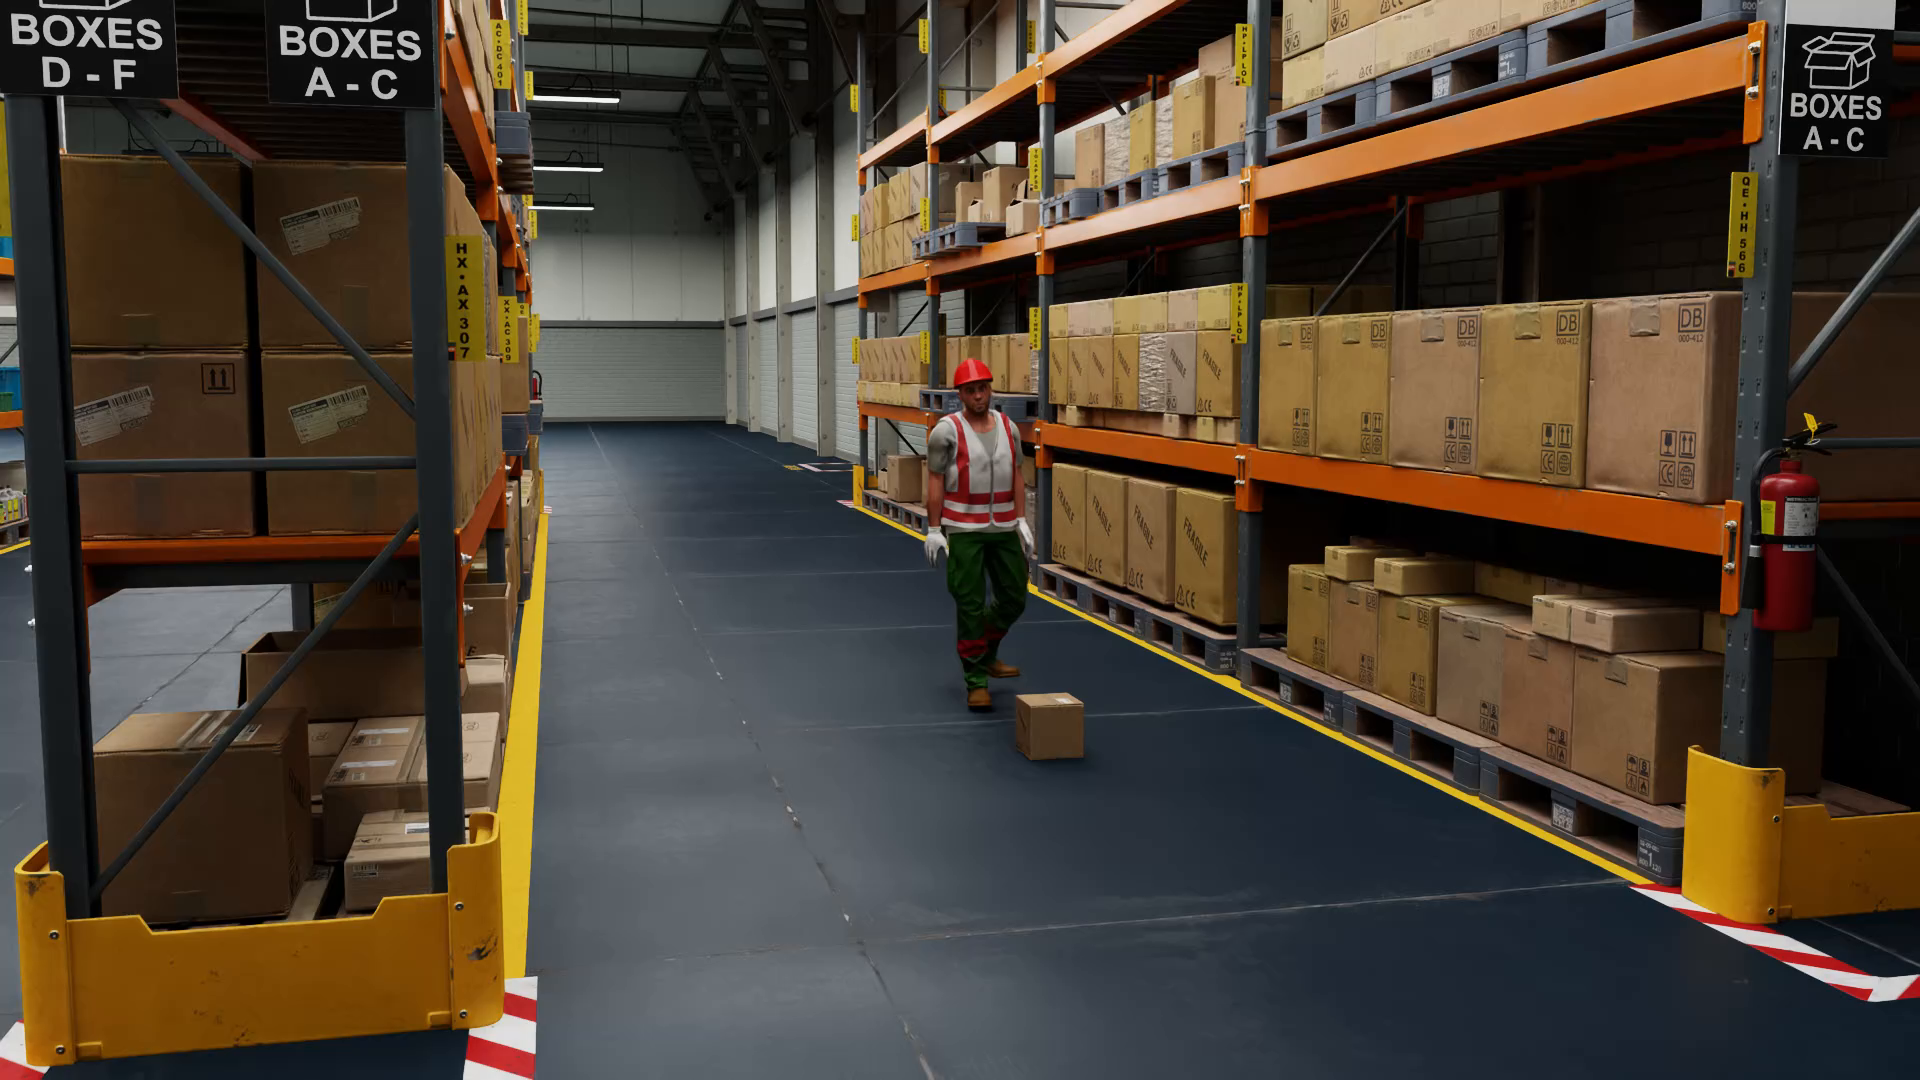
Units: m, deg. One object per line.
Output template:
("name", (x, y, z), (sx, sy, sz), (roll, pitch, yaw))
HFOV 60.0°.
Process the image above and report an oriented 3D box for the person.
("person", (0.096, -0.048, 8.646), (0.622, 1.785, 0.601), (-3, 7, -26))
